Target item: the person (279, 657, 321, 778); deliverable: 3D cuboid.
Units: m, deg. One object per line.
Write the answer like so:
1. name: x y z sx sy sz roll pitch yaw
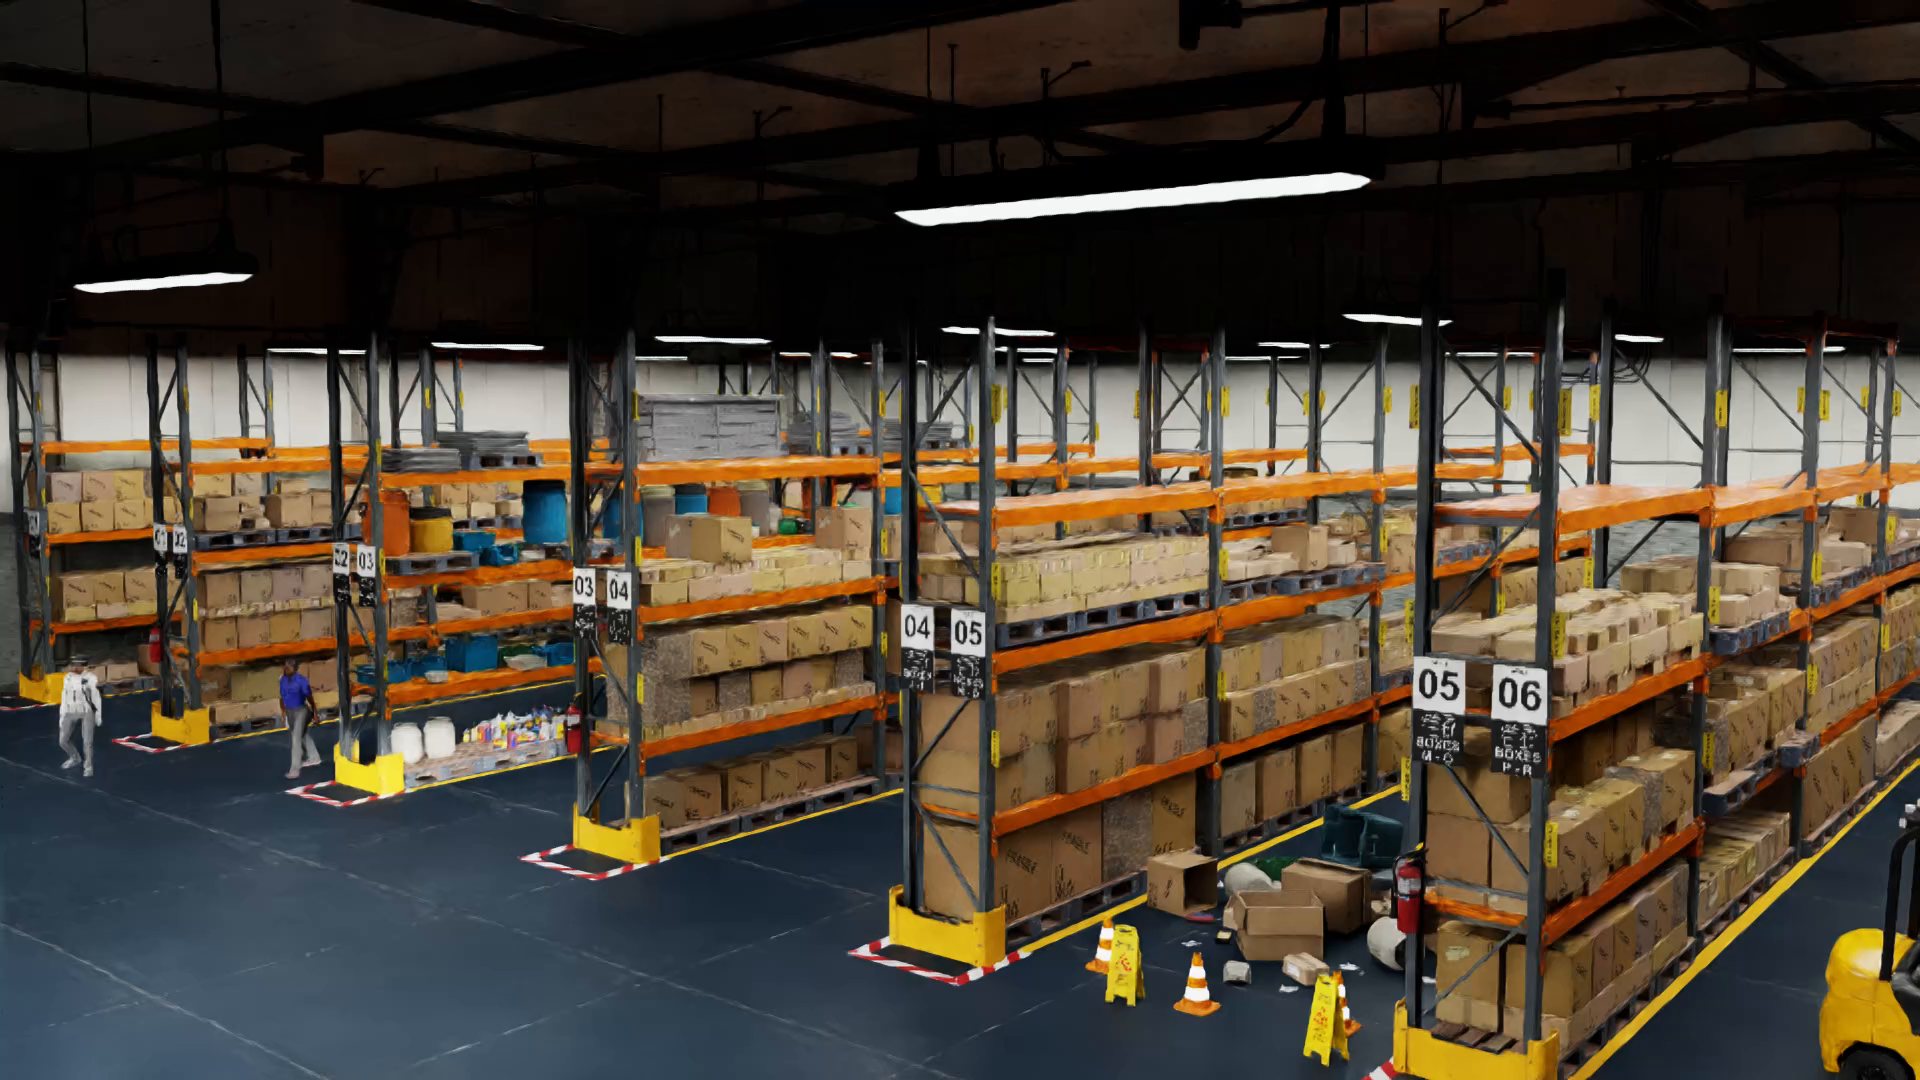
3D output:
1. person: -8.931 2.353 22.414 0.494 1.601 0.941 2 6 21

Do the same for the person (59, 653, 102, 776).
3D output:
1. person: -11.838 2.329 22.320 0.640 1.660 0.497 0 5 -2
